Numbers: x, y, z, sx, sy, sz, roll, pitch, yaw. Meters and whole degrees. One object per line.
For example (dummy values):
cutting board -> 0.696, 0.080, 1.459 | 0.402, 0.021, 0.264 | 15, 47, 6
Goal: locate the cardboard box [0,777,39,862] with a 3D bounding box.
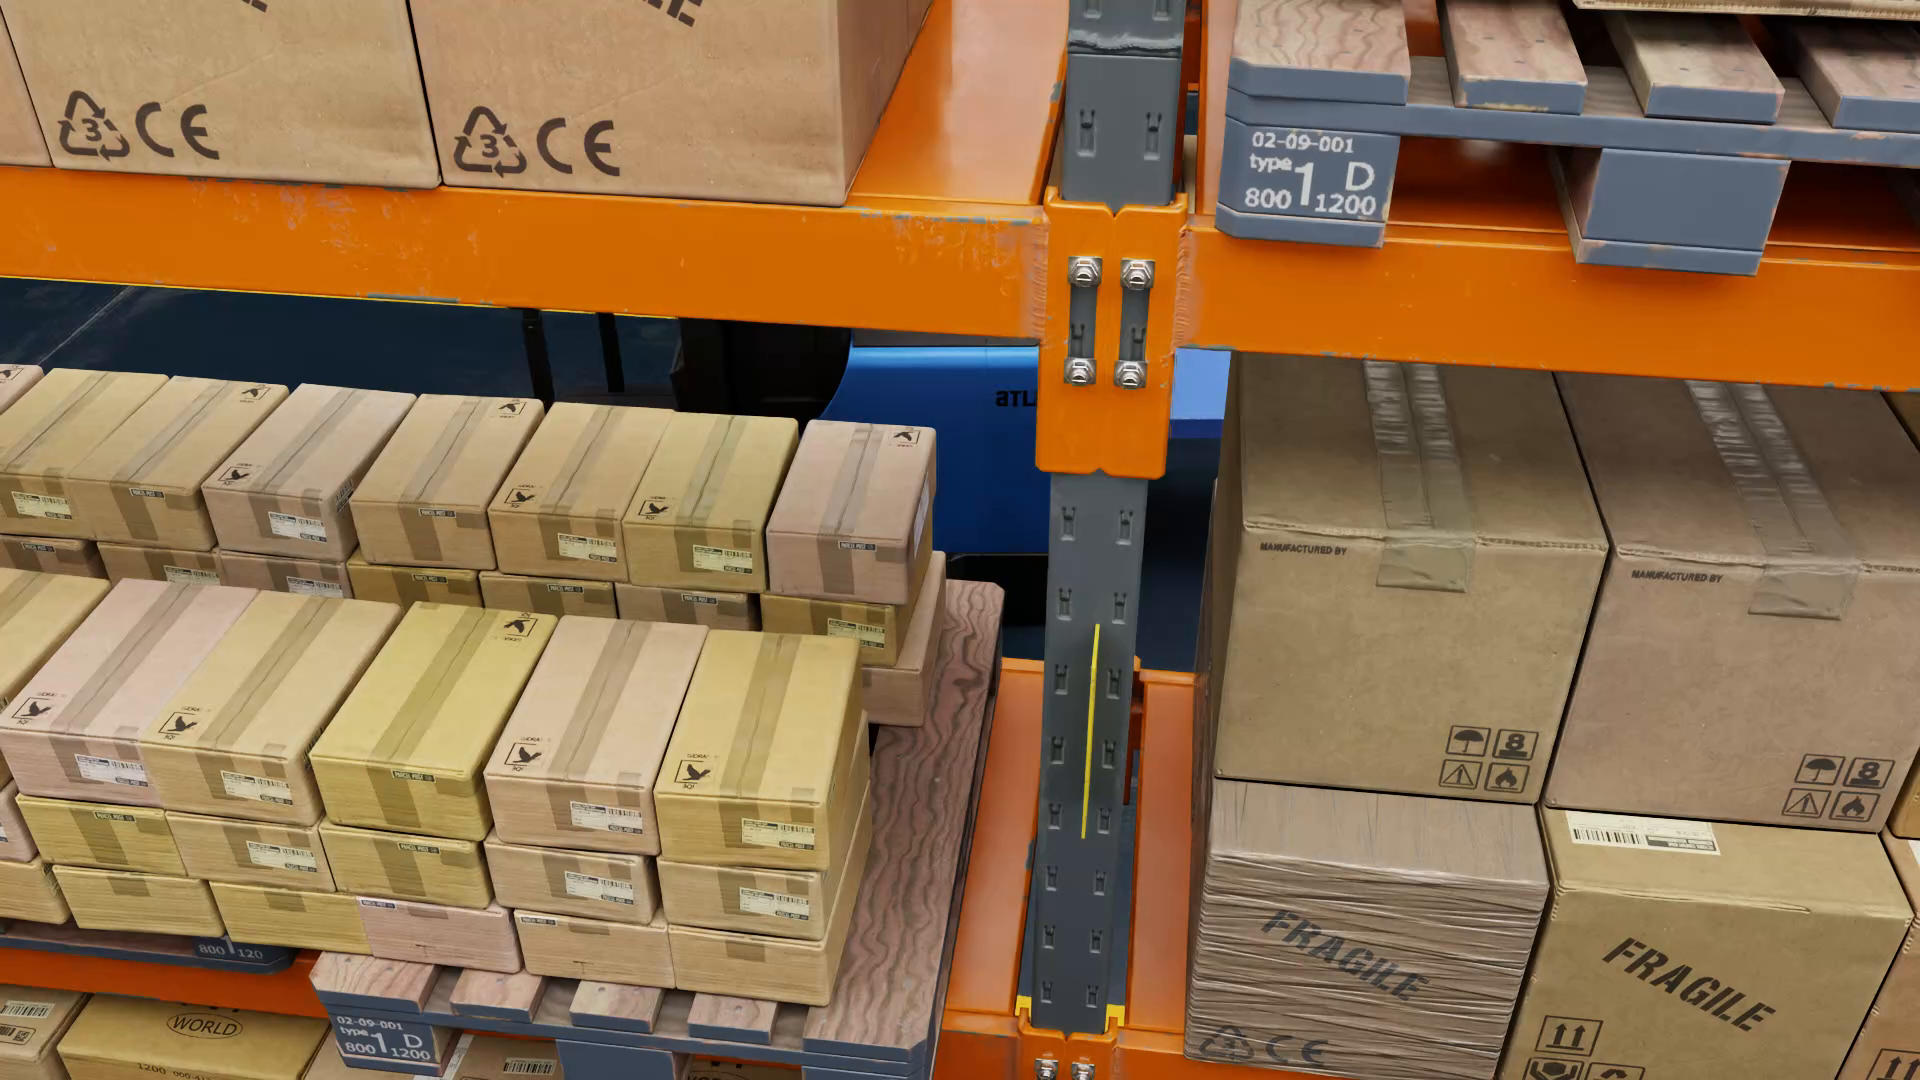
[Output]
cardboard box -> -1.583, 0.341, 2.789 | 0.250, 0.149, 0.380 | 5, 36, 7

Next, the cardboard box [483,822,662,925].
cardboard box -> -0.568, 0.416, 2.683 | 0.250, 0.149, 0.380 | 6, 36, 8

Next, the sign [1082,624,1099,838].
sign -> 0.185, 0.273, 2.356 | 0.005, 0.325, 0.100 | 4, 36, 6

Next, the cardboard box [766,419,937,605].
cardboard box -> -0.194, -0.058, 3.092 | 0.250, 0.149, 0.380 | 4, 36, 6

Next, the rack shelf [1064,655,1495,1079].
rack shelf -> 2.228, 0.840, 3.110 | 4.000, 0.370, 1.077 | 4, 36, 6

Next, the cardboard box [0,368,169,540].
cardboard box -> -1.740, -0.174, 3.255 | 0.250, 0.149, 0.380 | 4, 36, 5

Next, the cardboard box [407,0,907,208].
cardboard box -> -0.354, -0.758, 2.062 | 0.500, 0.500, 0.500 | 4, 36, 6

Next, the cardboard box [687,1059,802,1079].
cardboard box -> -0.467, 1.041, 3.354 | 0.500, 0.250, 0.500 | 3, 36, 5

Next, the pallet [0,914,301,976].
pallet -> -1.724, 0.354, 3.336 | 1.213, 0.211, 1.003 | 4, 36, 6

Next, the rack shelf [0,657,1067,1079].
rack shelf -> -1.739, 0.544, 3.525 | 4.000, 0.370, 1.077 | 4, 36, 6

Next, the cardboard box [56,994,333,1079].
cardboard box -> -1.472, 0.963, 3.463 | 0.500, 0.250, 0.500 | 5, 36, 7

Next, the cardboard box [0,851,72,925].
cardboard box -> -1.575, 0.461, 2.877 | 0.250, 0.149, 0.380 | 5, 36, 7

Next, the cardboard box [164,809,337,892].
cardboard box -> -1.078, 0.380, 2.735 | 0.250, 0.149, 0.380 | 4, 36, 6

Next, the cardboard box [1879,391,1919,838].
cardboard box -> 1.699, 0.064, 2.632 | 0.500, 0.500, 0.700 | 4, 36, 5

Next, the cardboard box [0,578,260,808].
cardboard box -> -1.312, 0.238, 2.677 | 0.250, 0.149, 0.380 | 4, 36, 6

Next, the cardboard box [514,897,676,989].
cardboard box -> -0.549, 0.539, 2.767 | 0.250, 0.149, 0.380 | 4, 36, 6

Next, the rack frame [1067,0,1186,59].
rack frame -> 0.245, -2.043, 1.366 | 0.127, 3.000, 1.000 | 4, 36, 6

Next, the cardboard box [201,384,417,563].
cardboard box -> -1.230, -0.135, 3.200 | 0.250, 0.149, 0.380 | 6, 36, 8

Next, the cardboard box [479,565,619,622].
cardboard box -> -0.744, 0.021, 3.237 | 0.250, 0.149, 0.380 | 3, 36, 4

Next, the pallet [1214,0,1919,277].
pallet -> 0.890, -0.728, 2.268 | 1.003, 0.211, 1.213 | 6, 36, 8

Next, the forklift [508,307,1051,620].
forklift -> -1.063, -1.192, 5.398 | 3.031, 2.935, 1.130 | 0, 36, 0

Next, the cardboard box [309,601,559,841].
cardboard box -> -0.809, 0.277, 2.622 | 0.250, 0.149, 0.380 | 5, 36, 7

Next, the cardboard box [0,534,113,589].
cardboard box -> -1.755, -0.054, 3.343 | 0.250, 0.149, 0.380 | 6, 36, 8

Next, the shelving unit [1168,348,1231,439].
shelving unit -> 0.977, -0.643, 5.860 | 1.048, 1.500, 0.538 | 0, 36, 0

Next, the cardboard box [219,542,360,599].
cardboard box -> -1.241, -0.016, 3.289 | 0.250, 0.149, 0.380 | 4, 36, 6

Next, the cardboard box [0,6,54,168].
cardboard box -> -1.347, -0.827, 2.159 | 0.500, 0.500, 0.500 | 4, 36, 6

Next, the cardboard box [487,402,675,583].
cardboard box -> -0.699, -0.097, 3.146 | 0.250, 0.149, 0.380 | 4, 36, 6

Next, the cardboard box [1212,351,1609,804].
cardboard box -> 0.689, -0.010, 2.734 | 0.500, 0.500, 0.700 | 4, 36, 6

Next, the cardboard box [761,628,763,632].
cardboard box -> -0.440, 0.161, 3.297 | 0.250, 0.149, 0.380 | 6, 36, 8

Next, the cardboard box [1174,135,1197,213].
cardboard box -> 1.334, -1.514, 7.690 | 0.625, 0.372, 0.950 | 2, 36, 3

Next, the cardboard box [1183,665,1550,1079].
cardboard box -> 0.655, 0.547, 2.815 | 0.500, 0.500, 0.500 | 5, 36, 6

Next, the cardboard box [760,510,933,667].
cardboard box -> -0.209, 0.058, 3.185 | 0.250, 0.149, 0.380 | 6, 36, 8

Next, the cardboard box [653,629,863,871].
cardboard box -> -0.300, 0.316, 2.567 | 0.250, 0.149, 0.380 | 3, 36, 4

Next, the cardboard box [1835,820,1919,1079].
cardboard box -> 1.660, 0.621, 2.712 | 0.500, 0.500, 0.500 | 4, 36, 6

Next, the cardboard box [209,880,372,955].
cardboard box -> -1.051, 0.500, 2.822 | 0.250, 0.149, 0.380 | 4, 36, 5
